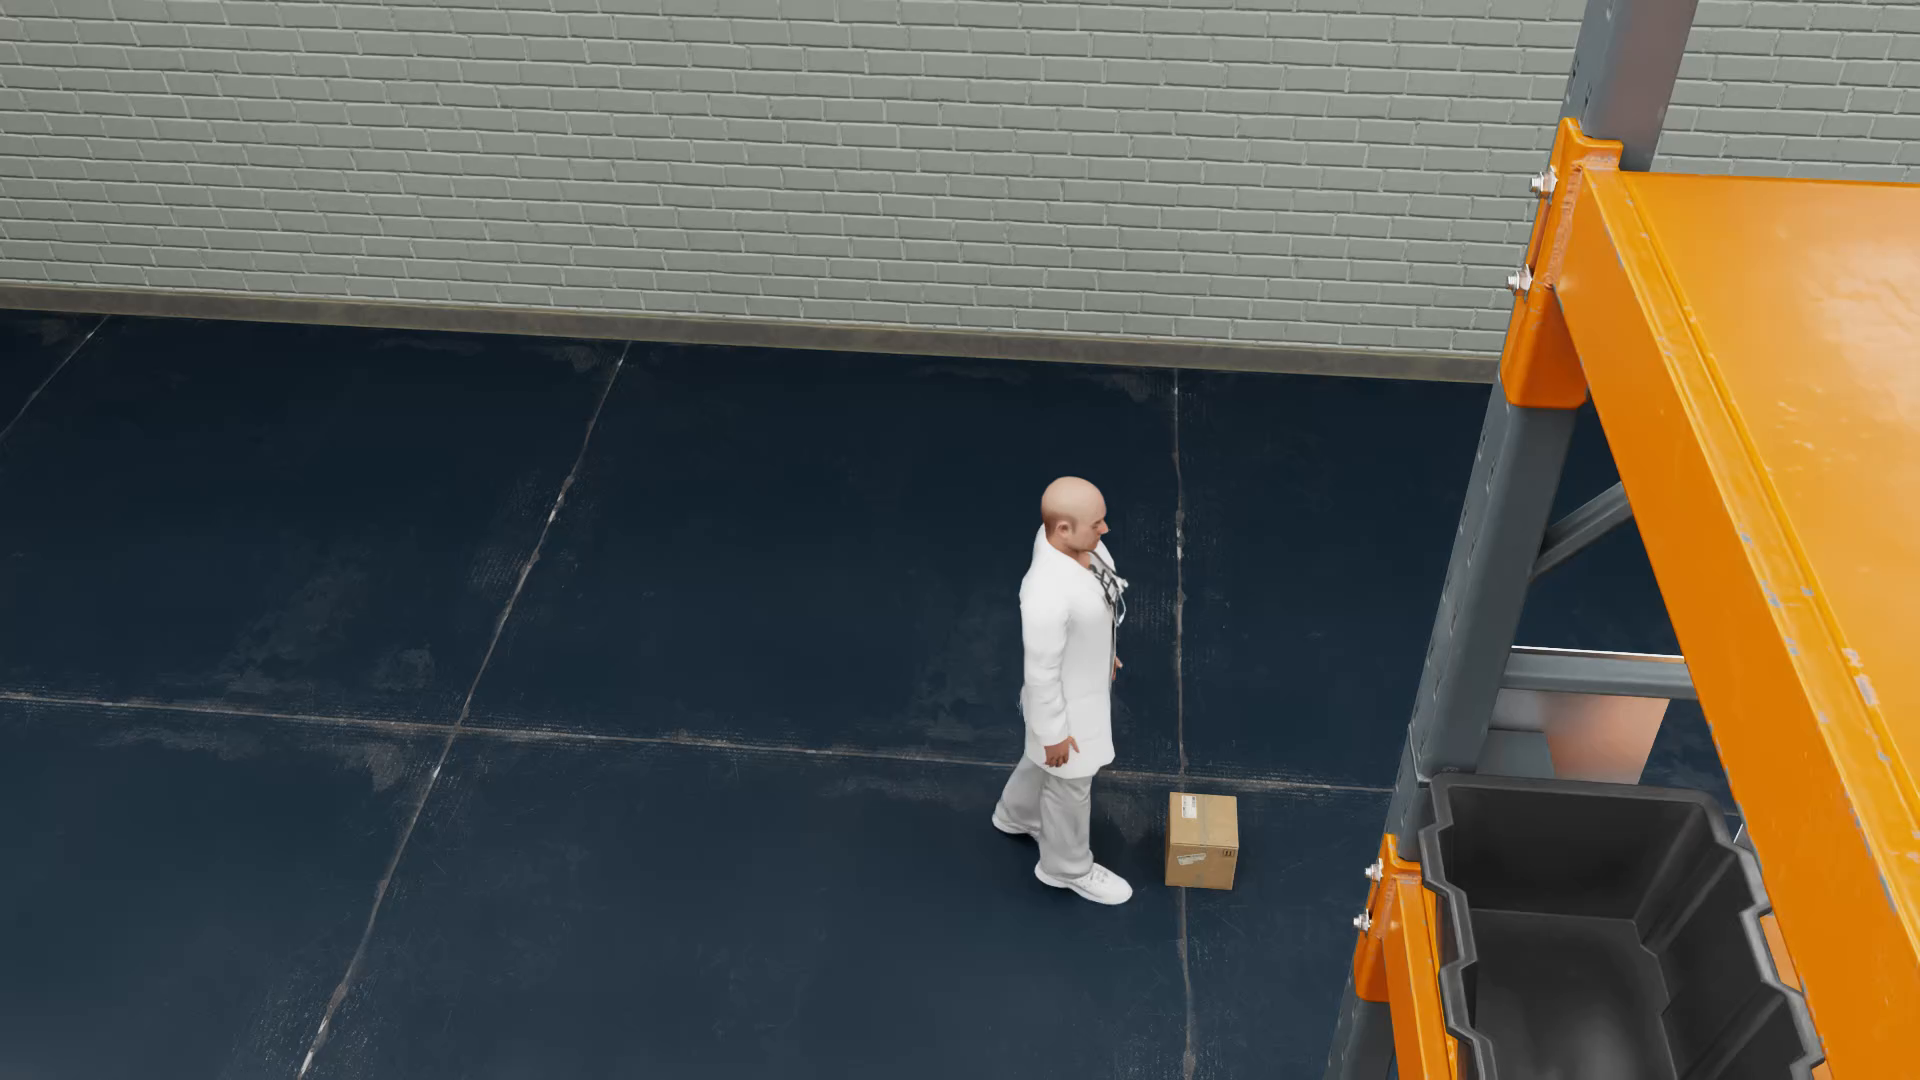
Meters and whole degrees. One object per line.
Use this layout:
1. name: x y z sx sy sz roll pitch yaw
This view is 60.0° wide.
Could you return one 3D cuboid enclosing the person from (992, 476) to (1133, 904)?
1. person: 0.389 0.529 5.816 0.585 1.797 0.599 8 40 10
